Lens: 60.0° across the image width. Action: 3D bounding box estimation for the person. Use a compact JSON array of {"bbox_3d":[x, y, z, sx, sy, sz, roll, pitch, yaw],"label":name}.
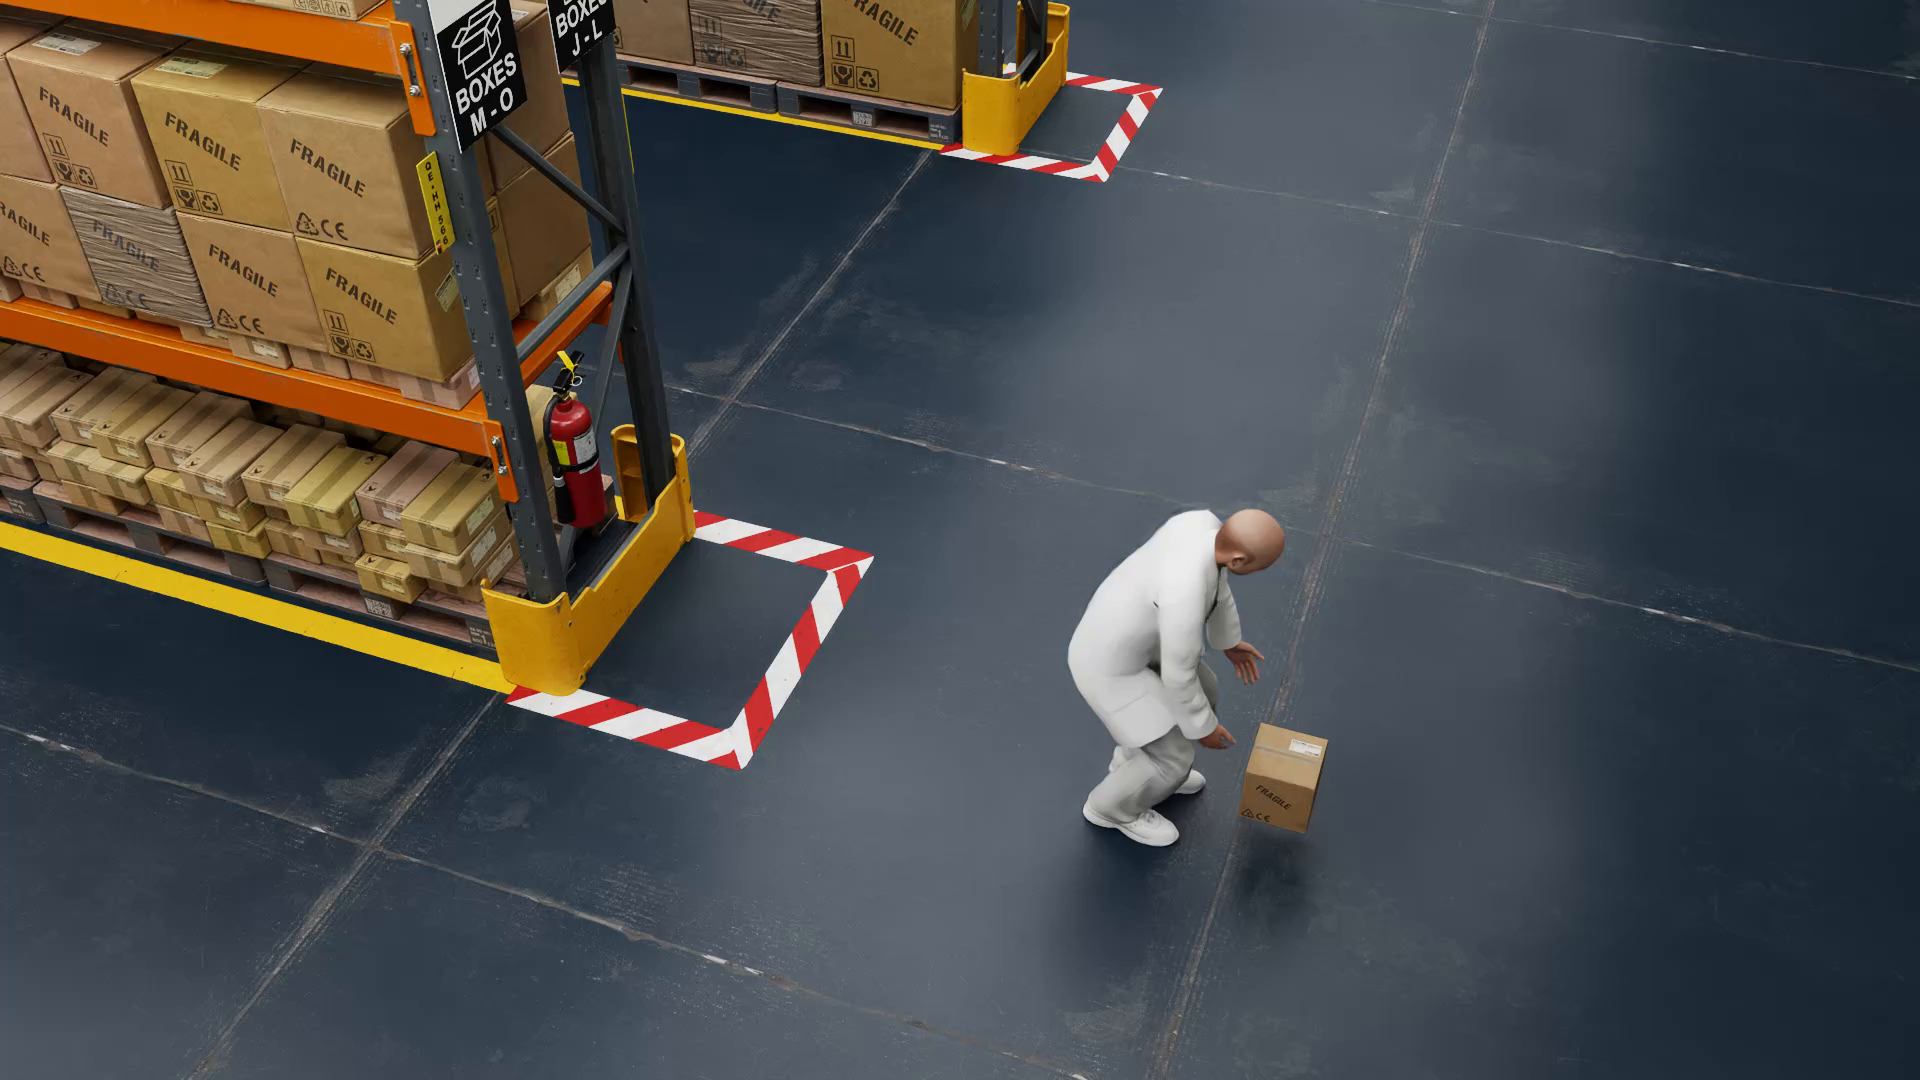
[{"bbox_3d":[0.782,0.573,5.994,0.848,1.145,0.620,13,43,15],"label":"person"}]
